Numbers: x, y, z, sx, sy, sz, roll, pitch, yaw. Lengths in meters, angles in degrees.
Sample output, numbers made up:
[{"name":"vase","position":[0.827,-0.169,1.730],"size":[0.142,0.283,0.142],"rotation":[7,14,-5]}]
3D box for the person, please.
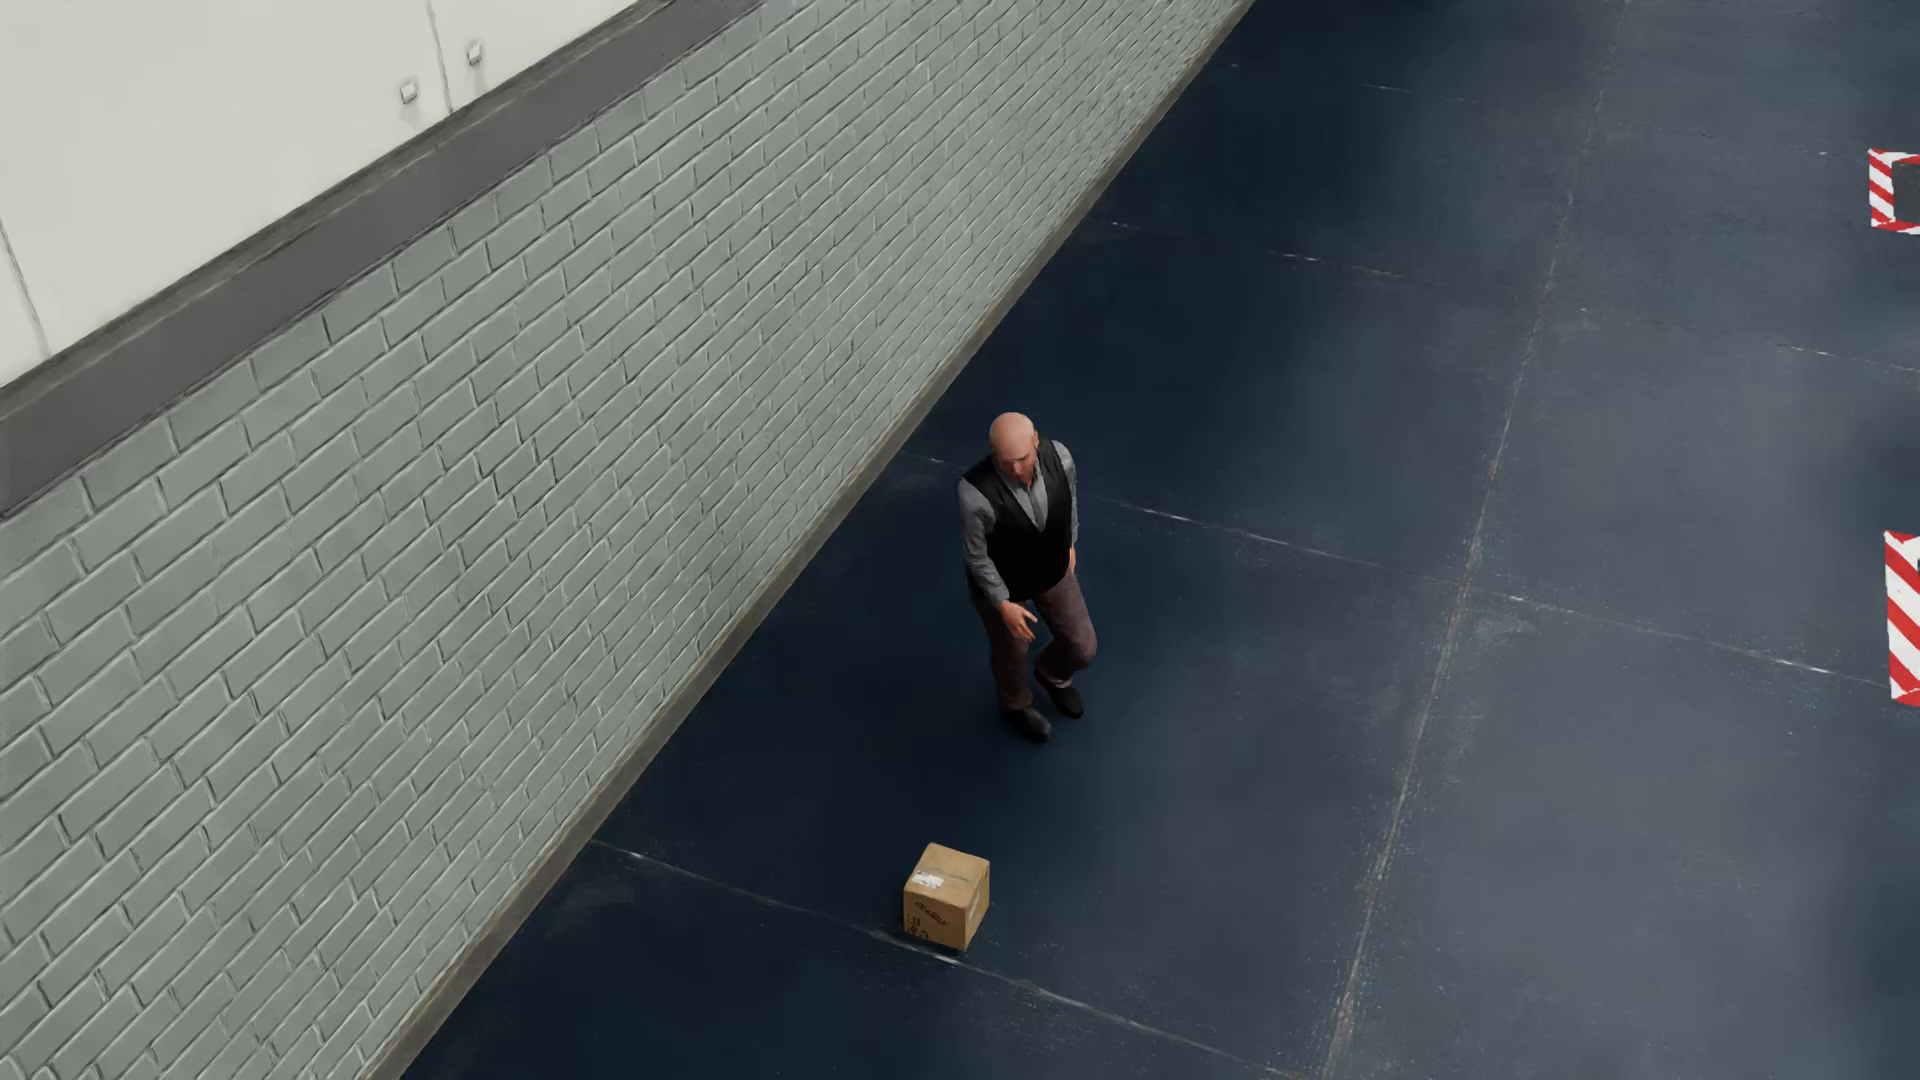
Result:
[{"name":"person","position":[0.272,0.167,6.631],"size":[0.631,1.712,0.468],"rotation":[-21,42,-25]}]
